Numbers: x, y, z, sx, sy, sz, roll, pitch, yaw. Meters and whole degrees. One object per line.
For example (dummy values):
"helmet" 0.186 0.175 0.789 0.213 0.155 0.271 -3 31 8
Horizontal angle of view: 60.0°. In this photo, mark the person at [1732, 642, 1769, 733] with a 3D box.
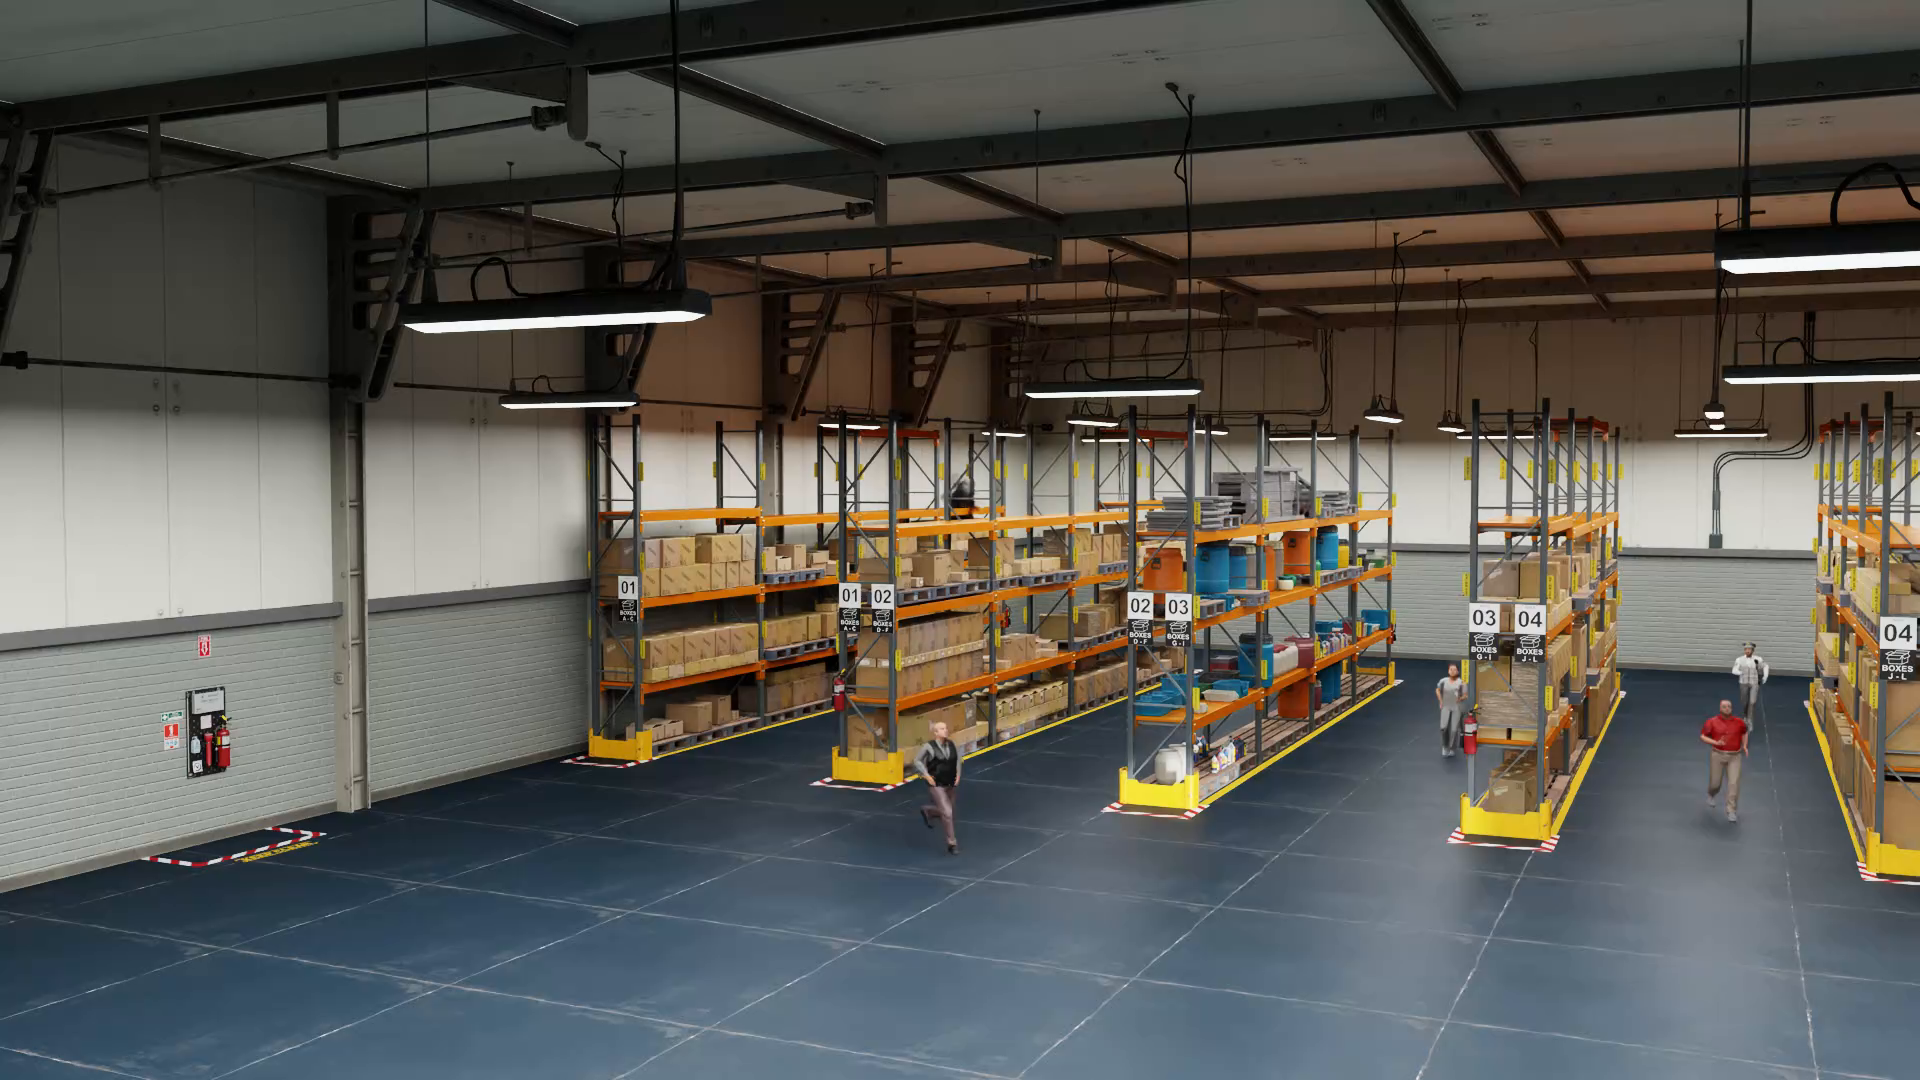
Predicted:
"person" 15.331 2.826 32.281 0.620 1.703 0.929 1 3 32

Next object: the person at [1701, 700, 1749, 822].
"person" 11.068 3.156 24.048 0.675 1.695 0.897 1 2 13

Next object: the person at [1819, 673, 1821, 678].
"person" 18.968 2.625 36.262 0.596 1.747 0.776 1 2 17

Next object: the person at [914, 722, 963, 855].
"person" -0.263 3.273 22.080 0.640 1.718 0.994 -2 3 -39

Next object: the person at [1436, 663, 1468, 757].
"person" 8.580 2.976 29.041 0.539 1.650 0.651 1 2 20
